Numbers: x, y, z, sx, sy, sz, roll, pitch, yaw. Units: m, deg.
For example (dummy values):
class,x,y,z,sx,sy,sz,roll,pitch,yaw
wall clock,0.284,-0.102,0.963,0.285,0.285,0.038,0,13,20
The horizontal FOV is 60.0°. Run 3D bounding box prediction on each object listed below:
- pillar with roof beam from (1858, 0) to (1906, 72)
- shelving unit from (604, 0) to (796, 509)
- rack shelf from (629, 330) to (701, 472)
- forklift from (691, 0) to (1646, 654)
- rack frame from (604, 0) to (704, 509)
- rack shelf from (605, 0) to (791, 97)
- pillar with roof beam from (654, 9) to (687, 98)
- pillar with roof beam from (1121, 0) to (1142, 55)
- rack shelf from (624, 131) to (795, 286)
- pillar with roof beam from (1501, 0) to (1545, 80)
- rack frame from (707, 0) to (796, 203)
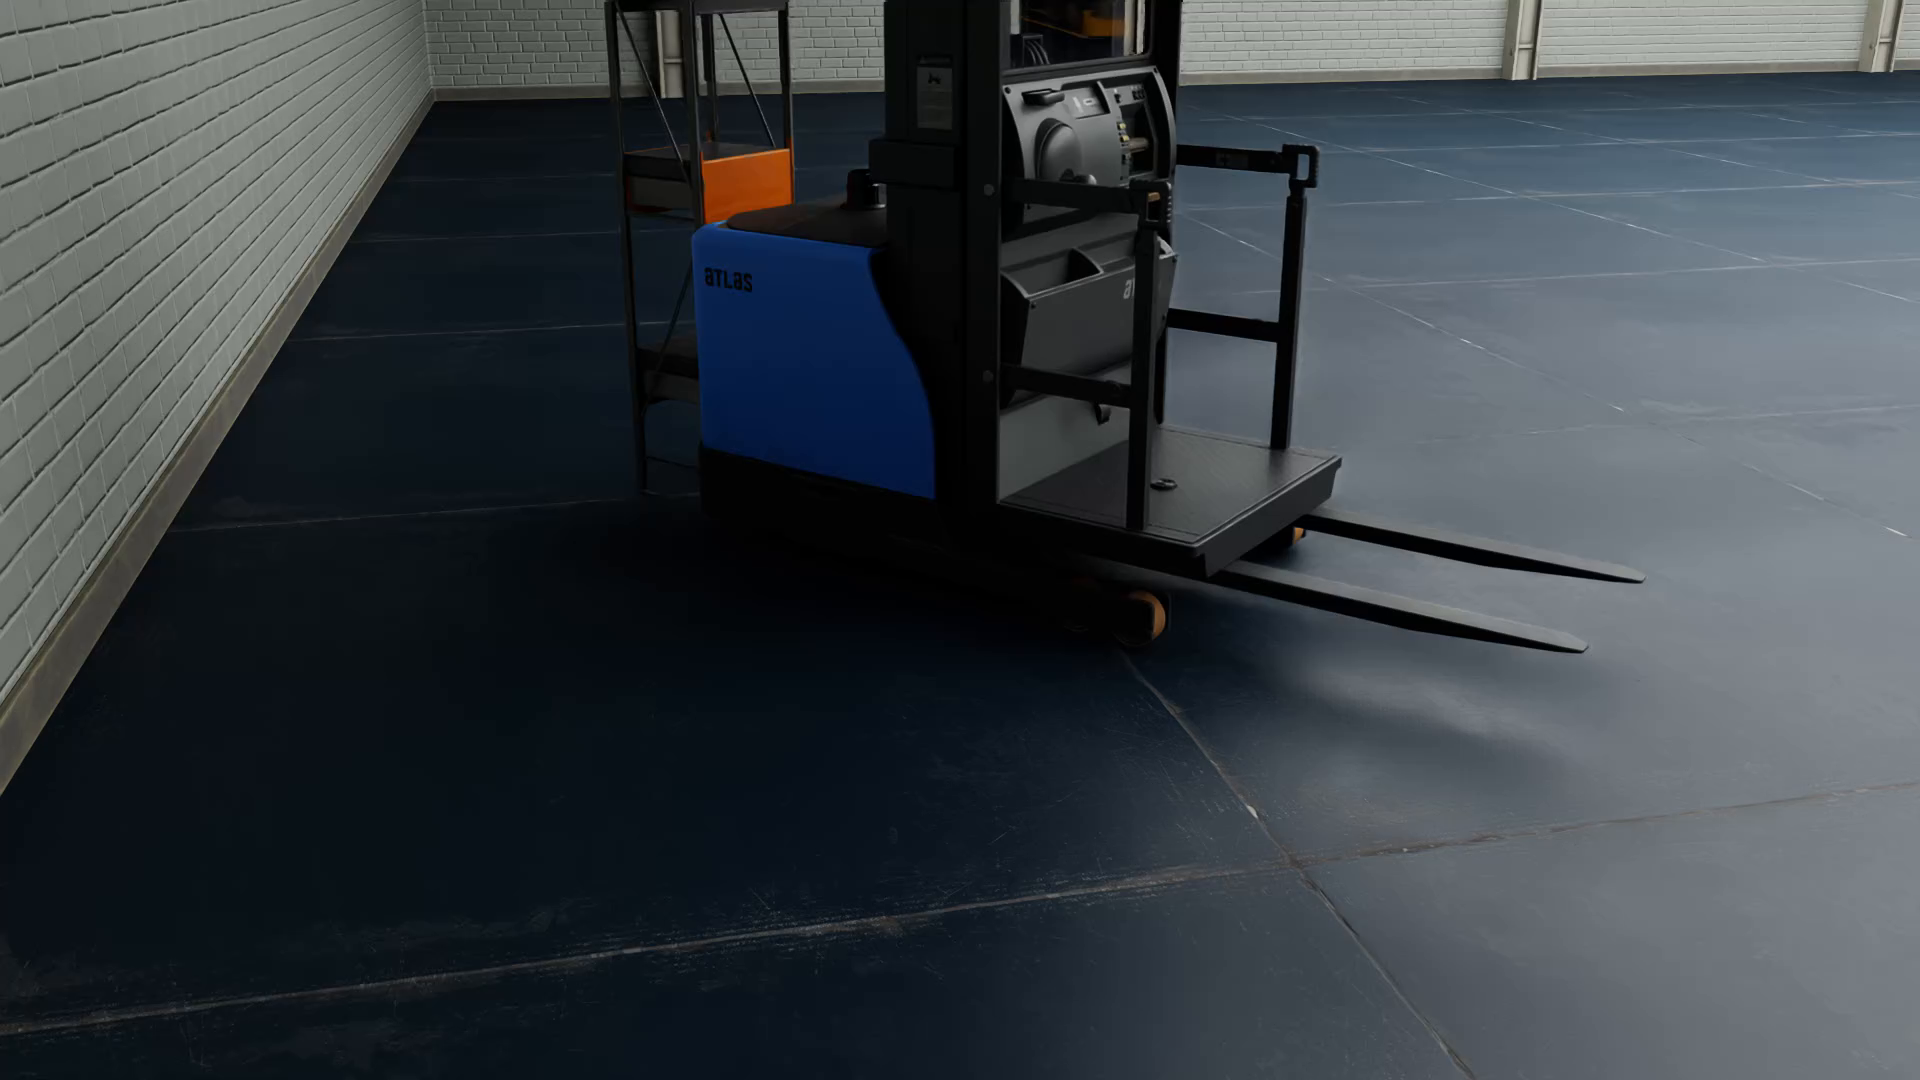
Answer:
class,x,y,z,sx,sy,sz,roll,pitch,yaw
pillar with roof beam,14.860,-9.891,19.733,0.400,9.000,9.100,-5,21,-12
shelving unit,-0.912,-1.196,6.028,0.431,2.100,0.503,13,24,32
rack shelf,-0.912,-0.526,6.274,0.431,0.518,0.480,13,24,32
forklift,0.582,-1.265,5.006,3.031,2.935,1.130,13,24,32
rack frame,-1.051,-1.128,5.840,0.400,2.100,0.015,13,24,32
rack shelf,-0.912,-1.841,5.792,0.431,0.518,0.480,13,24,32
pillar with roof beam,-2.657,-8.466,15.844,0.400,9.000,9.100,-5,21,-12
pillar with roof beam,3.182,-8.941,17.140,0.400,9.000,9.100,-5,21,-12
rack shelf,-0.912,-1.184,6.033,0.431,0.518,0.480,13,24,32
pillar with roof beam,9.021,-9.416,18.437,0.400,9.000,9.100,-5,21,-12
rack frame,-0.772,-1.265,6.216,0.400,2.100,0.015,13,24,32
